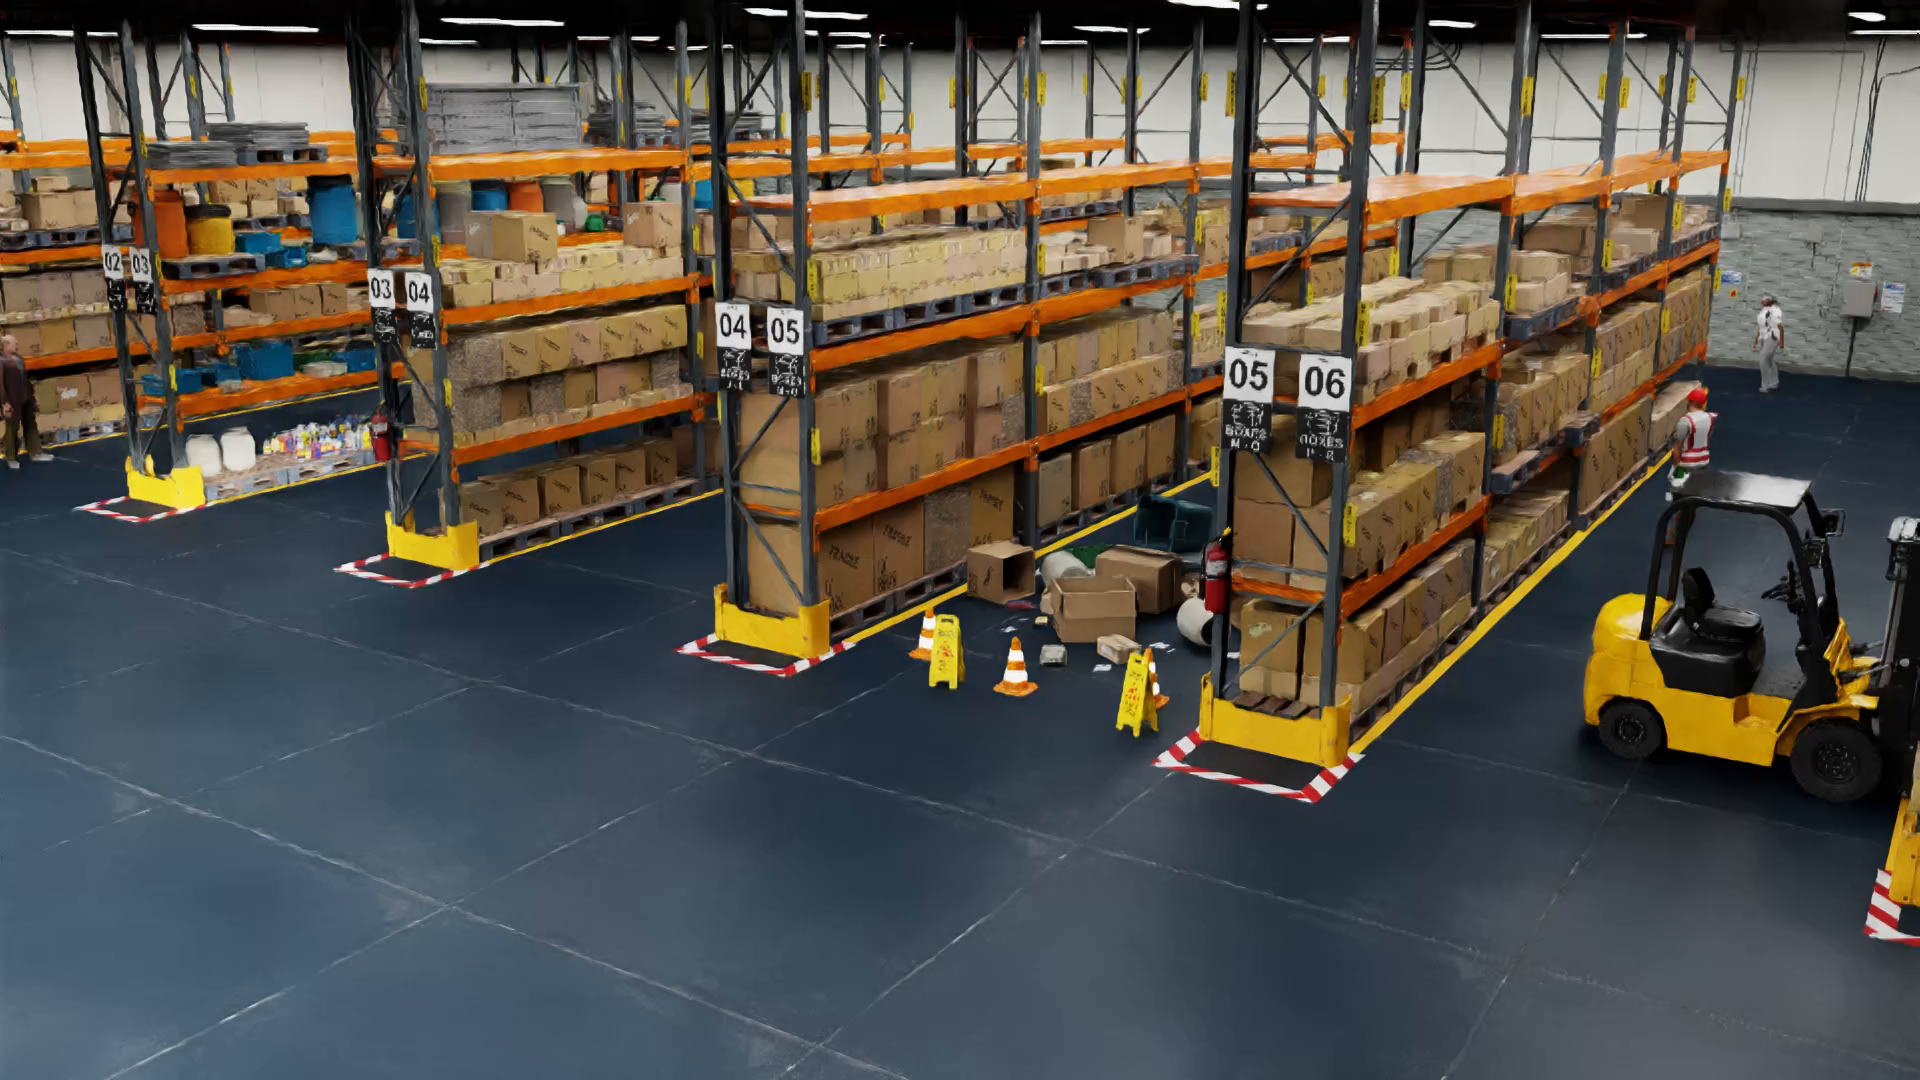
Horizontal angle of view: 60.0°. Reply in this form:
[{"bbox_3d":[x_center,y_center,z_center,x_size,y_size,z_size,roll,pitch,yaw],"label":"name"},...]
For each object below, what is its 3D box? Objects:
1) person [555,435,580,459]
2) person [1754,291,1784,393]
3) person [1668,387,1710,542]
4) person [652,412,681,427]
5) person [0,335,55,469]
[{"bbox_3d":[-5.131,-1.655,21.828,0.725,1.660,0.464,-13,20,-38],"label":"person"},{"bbox_3d":[13.799,-3.381,28.283,0.462,1.695,0.563,-1,16,-3],"label":"person"},{"bbox_3d":[8.254,-0.871,18.848,0.608,1.725,0.387,-8,17,-25],"label":"person"},{"bbox_3d":[-4.463,-2.396,24.767,0.625,1.530,0.503,9,18,30],"label":"person"},{"bbox_3d":[-12.811,-1.903,22.667,0.522,1.790,0.654,2,16,6],"label":"person"}]
